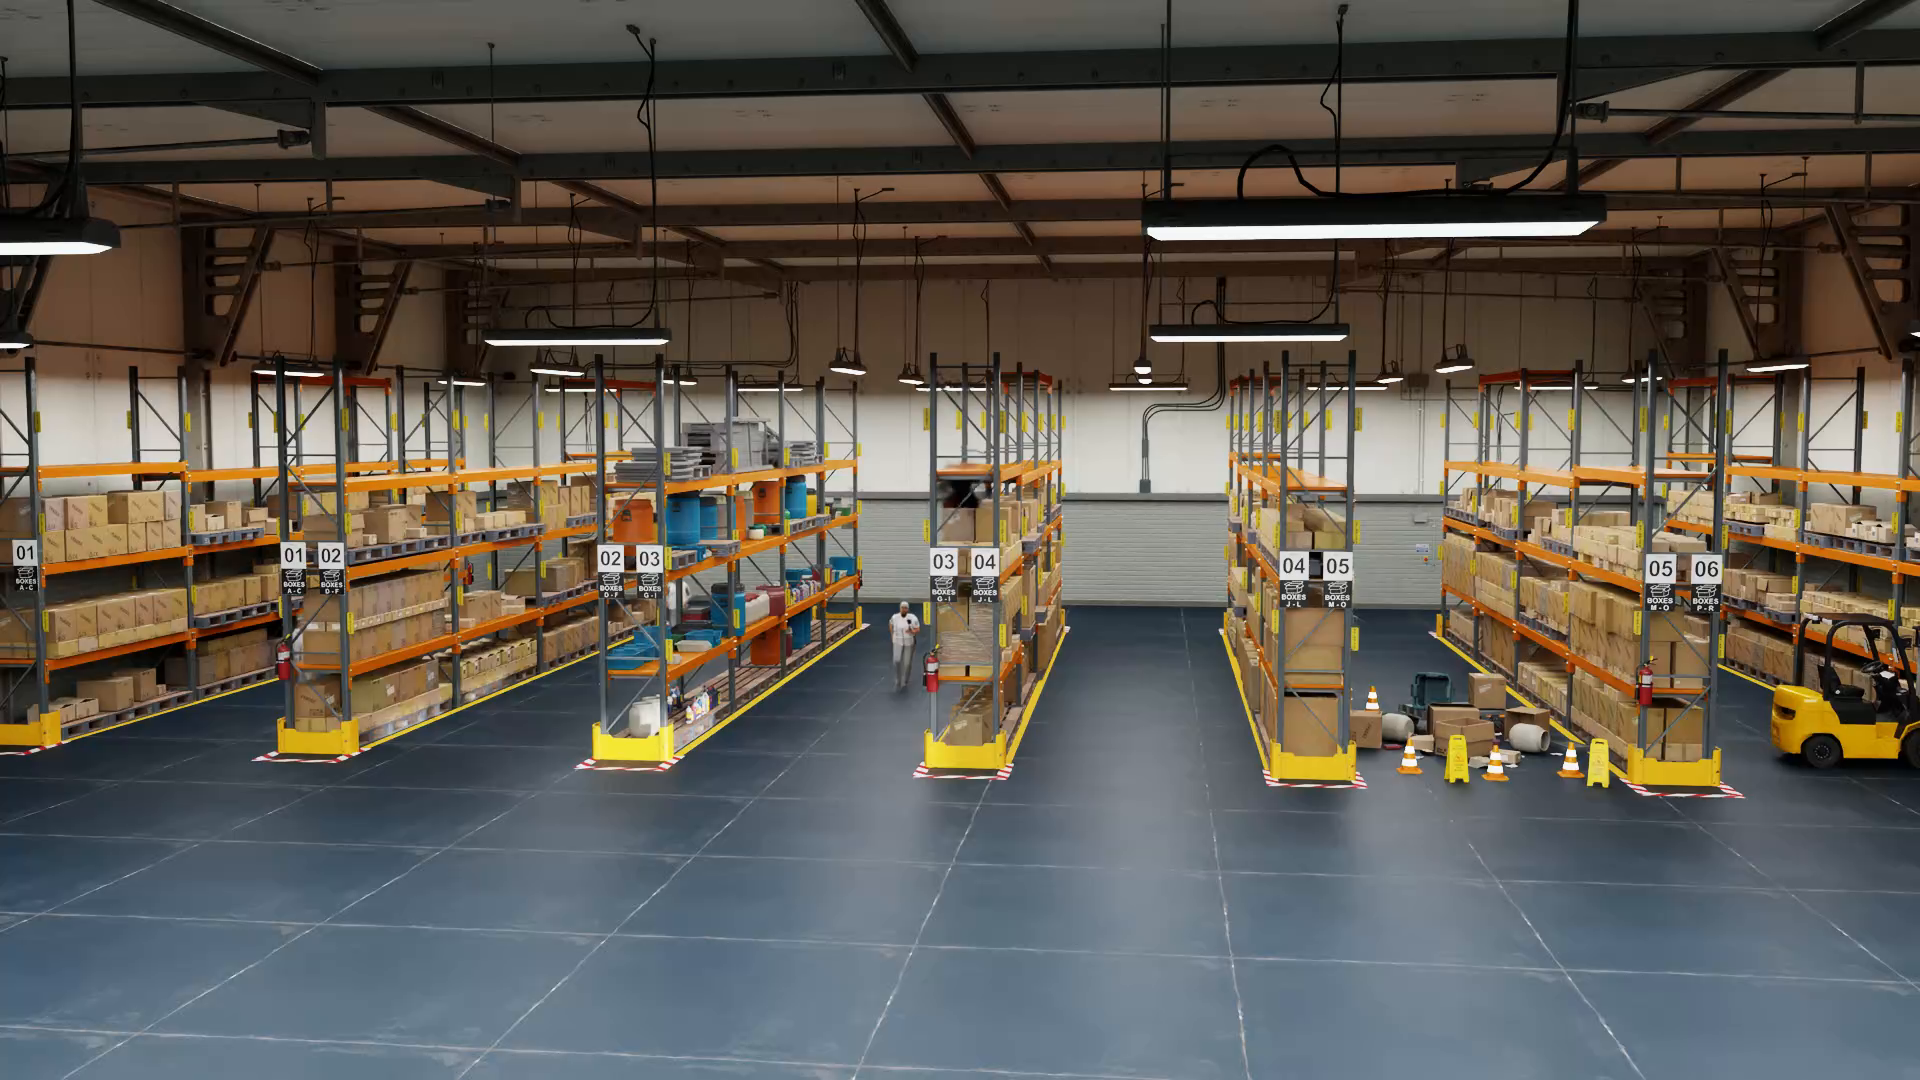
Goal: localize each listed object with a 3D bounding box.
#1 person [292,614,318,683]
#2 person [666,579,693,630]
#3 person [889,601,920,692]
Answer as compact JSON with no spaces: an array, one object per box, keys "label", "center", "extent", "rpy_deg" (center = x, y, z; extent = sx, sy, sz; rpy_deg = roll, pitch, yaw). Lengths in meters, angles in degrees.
[{"label":"person","center":[-11.064,2.126,28.143],"extent":[0.608,1.813,0.909],"rpy_deg":[0,4,7]},{"label":"person","center":[-6.299,1.521,37.111],"extent":[0.658,1.726,0.578],"rpy_deg":[0,4,-4]},{"label":"person","center":[-1.036,1.989,31.153],"extent":[0.584,1.701,0.758],"rpy_deg":[0,4,-1]}]
